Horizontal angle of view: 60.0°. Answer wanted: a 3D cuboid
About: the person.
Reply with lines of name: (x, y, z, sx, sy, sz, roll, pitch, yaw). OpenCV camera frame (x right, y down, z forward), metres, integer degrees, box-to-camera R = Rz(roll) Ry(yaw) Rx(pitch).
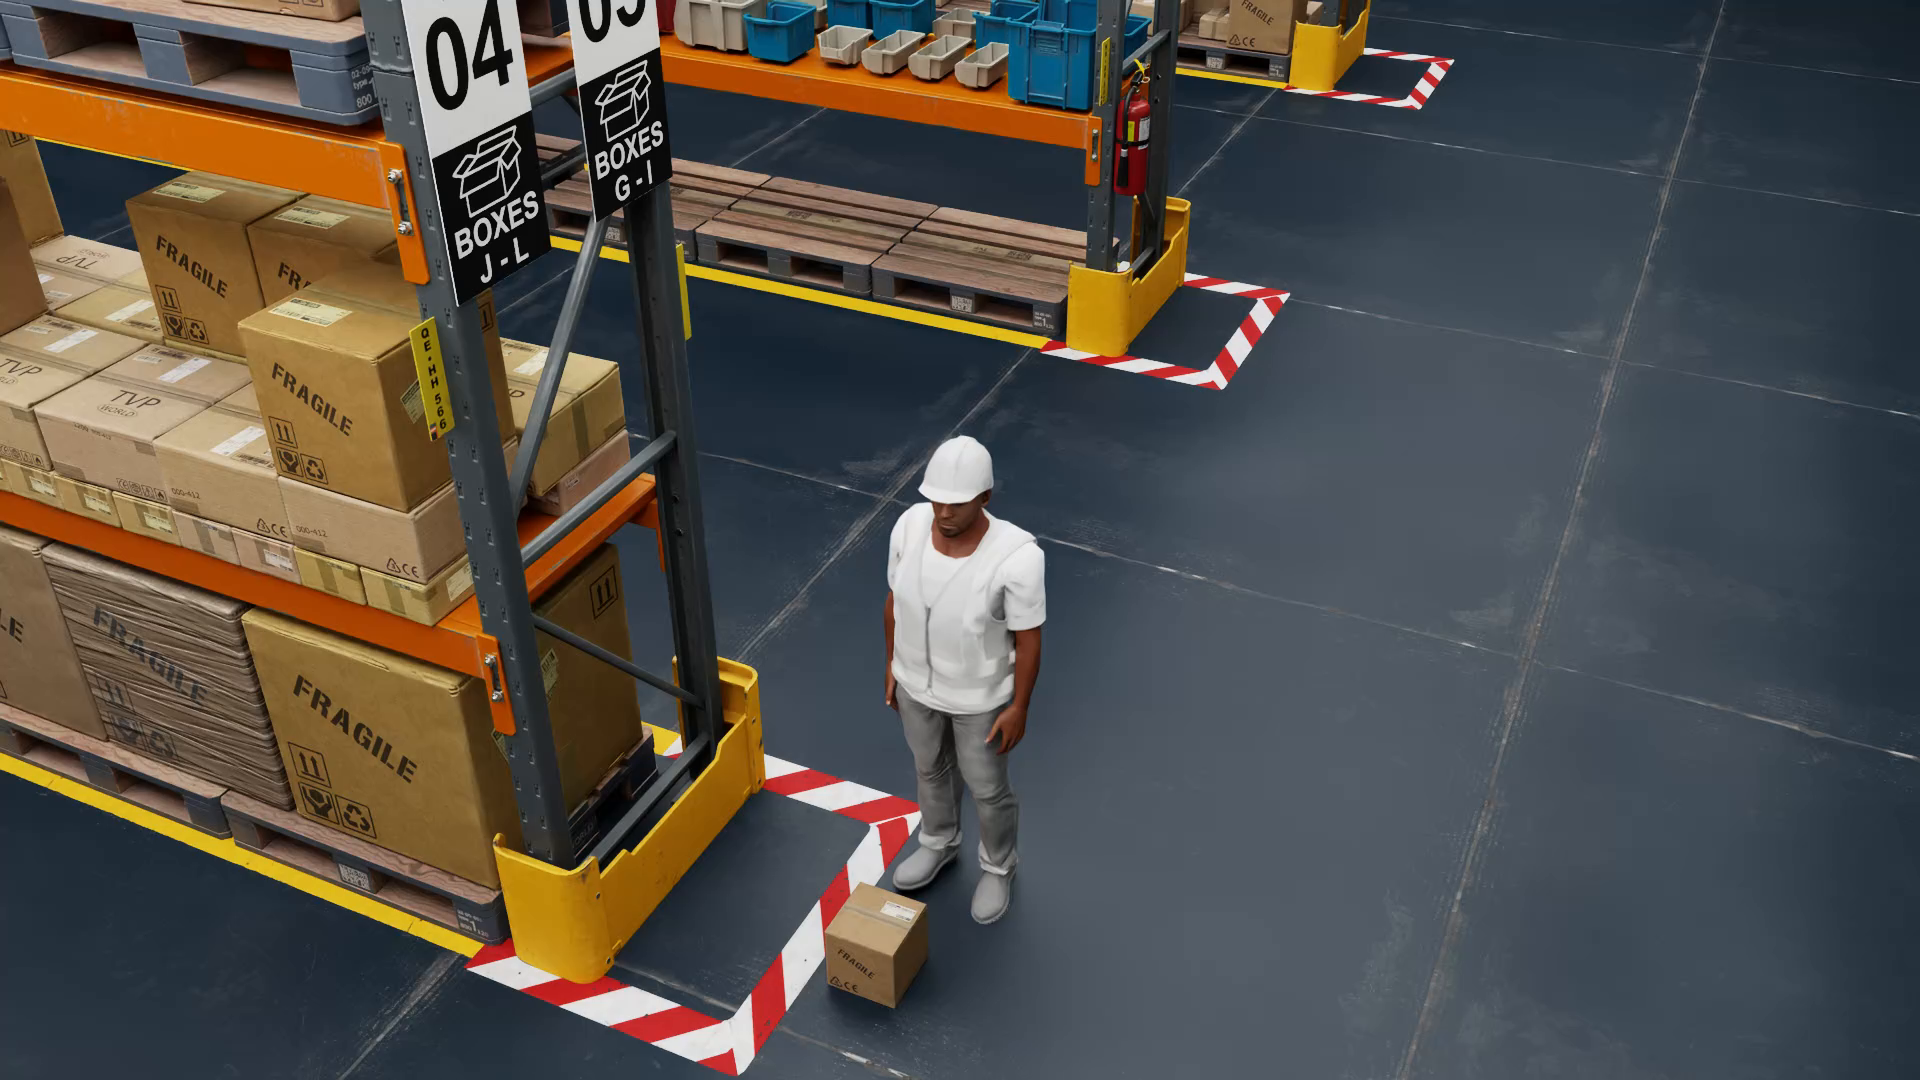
person: (-0.012, 0.470, 5.414, 0.569, 1.781, 0.358, 19, 38, 26)
